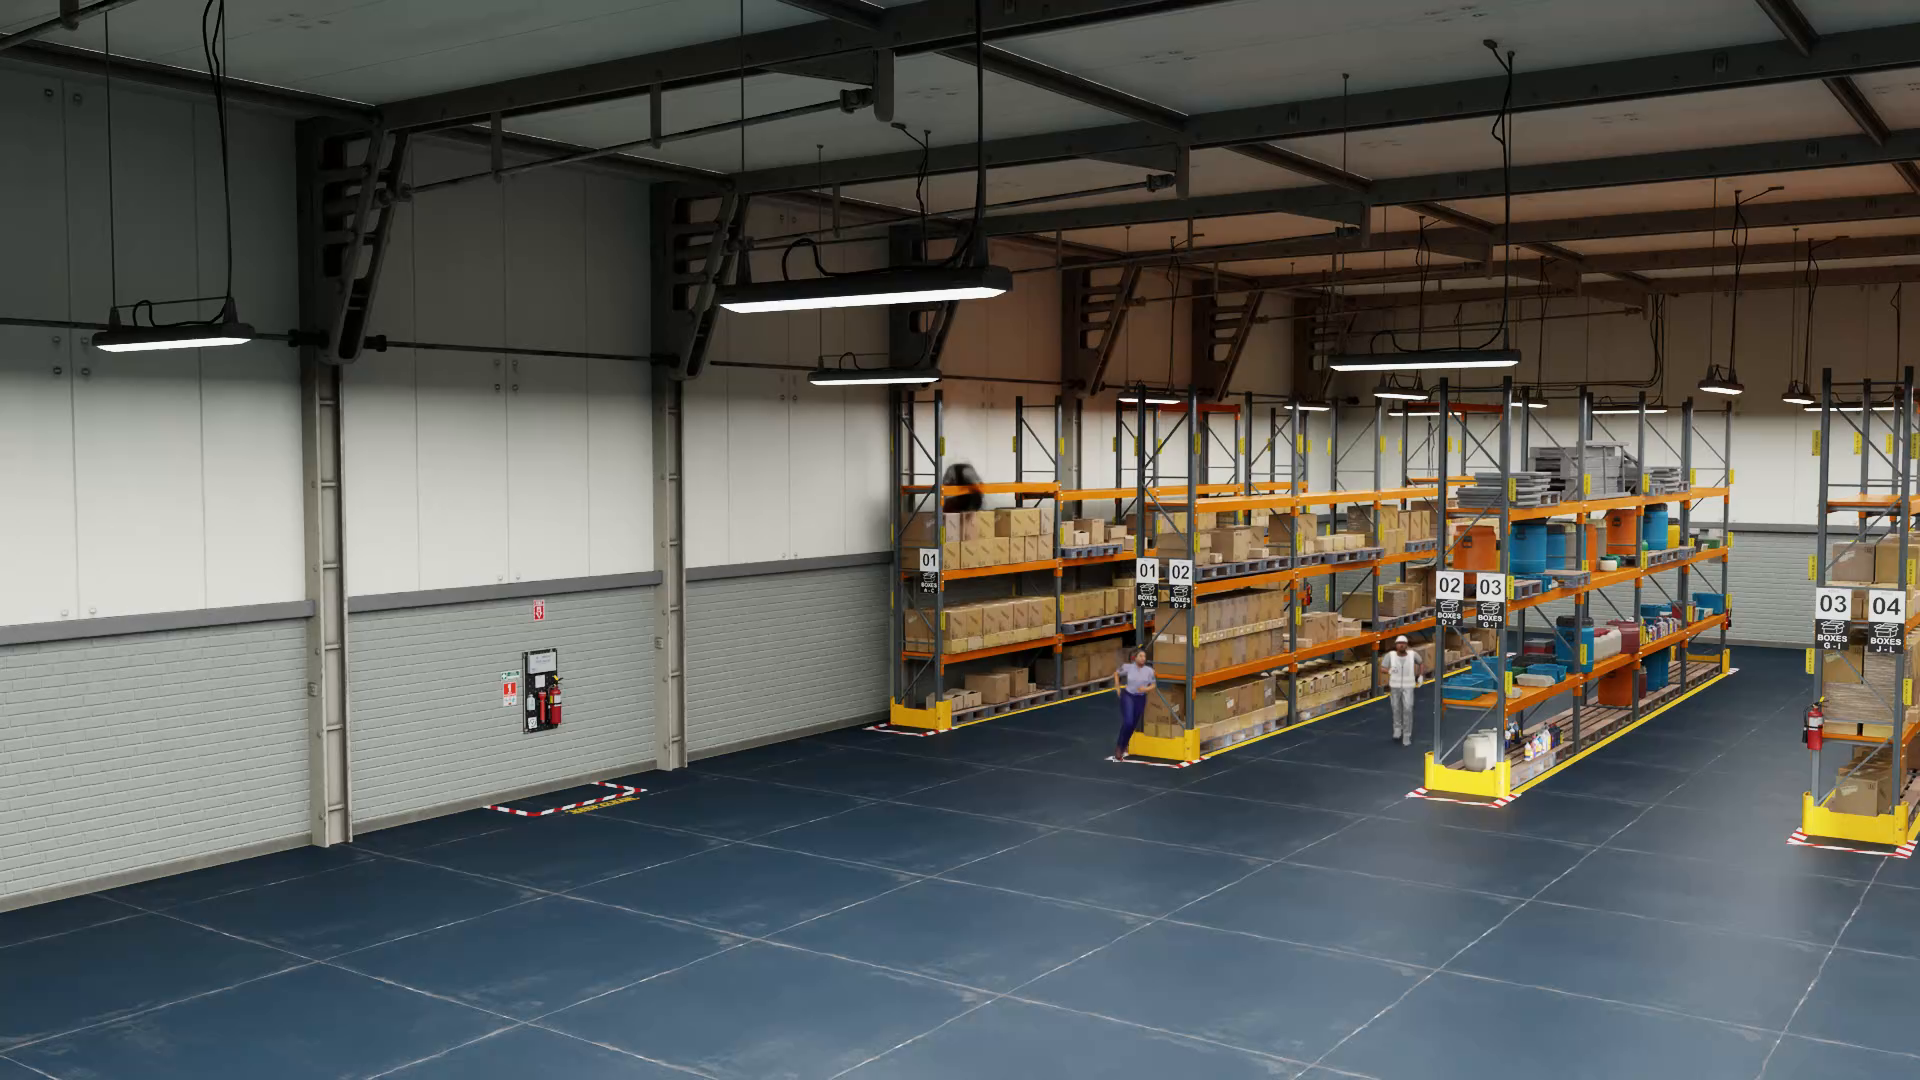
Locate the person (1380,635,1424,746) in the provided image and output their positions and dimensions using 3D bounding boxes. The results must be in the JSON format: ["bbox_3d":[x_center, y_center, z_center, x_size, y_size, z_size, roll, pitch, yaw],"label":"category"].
[{"bbox_3d":[7.453,2.526,28.089,0.704,1.851,0.796,1,3,18],"label":"person"}]

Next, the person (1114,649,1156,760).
[{"bbox_3d":[2.657,2.511,25.486,0.647,1.683,0.622,-1,3,-14],"label":"person"}]
